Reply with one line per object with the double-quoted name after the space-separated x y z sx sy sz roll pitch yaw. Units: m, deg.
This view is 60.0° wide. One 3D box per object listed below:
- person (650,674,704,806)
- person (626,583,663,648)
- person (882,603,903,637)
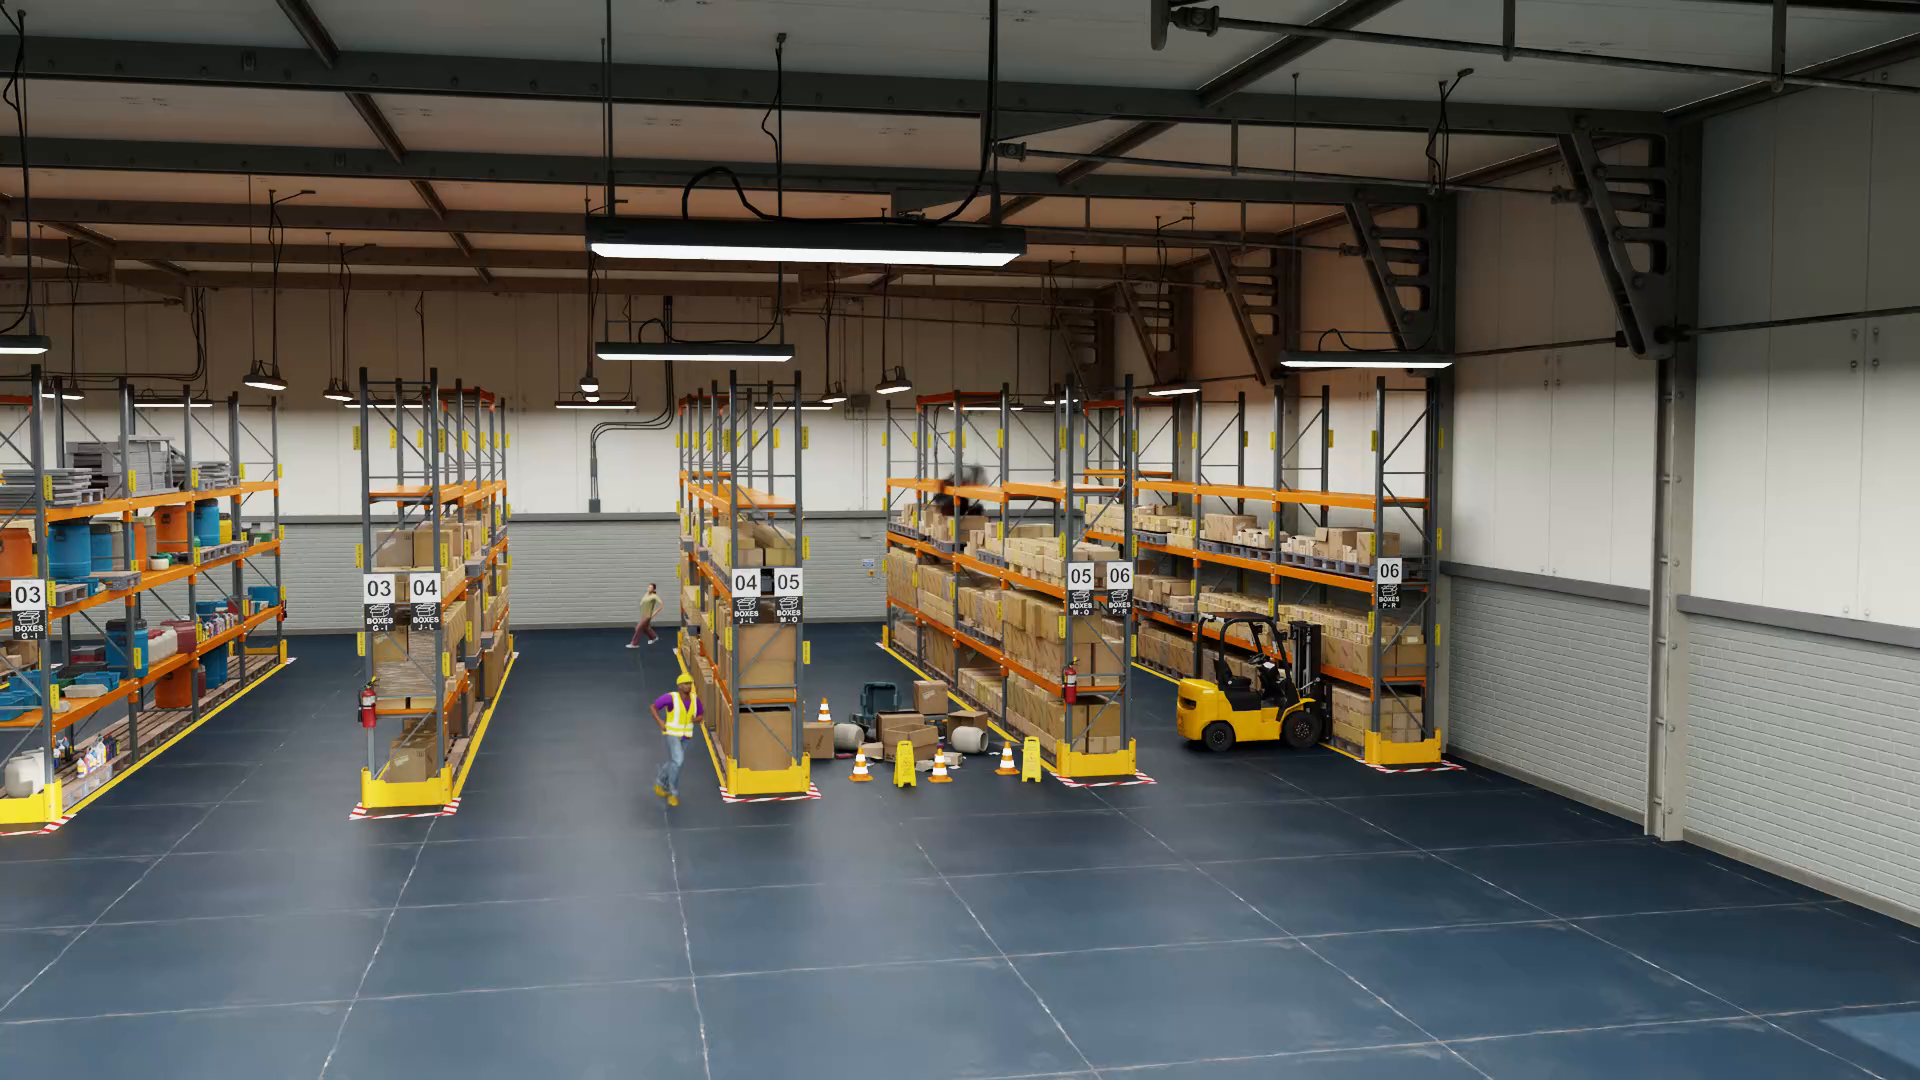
-3.940 2.764 23.220 0.707 1.820 0.686 3 5 45 "person"
-7.647 1.809 40.177 0.872 1.584 0.755 -1 4 -17 "person"
-1.661 1.656 41.788 0.812 1.739 0.743 1 4 17 "person"
